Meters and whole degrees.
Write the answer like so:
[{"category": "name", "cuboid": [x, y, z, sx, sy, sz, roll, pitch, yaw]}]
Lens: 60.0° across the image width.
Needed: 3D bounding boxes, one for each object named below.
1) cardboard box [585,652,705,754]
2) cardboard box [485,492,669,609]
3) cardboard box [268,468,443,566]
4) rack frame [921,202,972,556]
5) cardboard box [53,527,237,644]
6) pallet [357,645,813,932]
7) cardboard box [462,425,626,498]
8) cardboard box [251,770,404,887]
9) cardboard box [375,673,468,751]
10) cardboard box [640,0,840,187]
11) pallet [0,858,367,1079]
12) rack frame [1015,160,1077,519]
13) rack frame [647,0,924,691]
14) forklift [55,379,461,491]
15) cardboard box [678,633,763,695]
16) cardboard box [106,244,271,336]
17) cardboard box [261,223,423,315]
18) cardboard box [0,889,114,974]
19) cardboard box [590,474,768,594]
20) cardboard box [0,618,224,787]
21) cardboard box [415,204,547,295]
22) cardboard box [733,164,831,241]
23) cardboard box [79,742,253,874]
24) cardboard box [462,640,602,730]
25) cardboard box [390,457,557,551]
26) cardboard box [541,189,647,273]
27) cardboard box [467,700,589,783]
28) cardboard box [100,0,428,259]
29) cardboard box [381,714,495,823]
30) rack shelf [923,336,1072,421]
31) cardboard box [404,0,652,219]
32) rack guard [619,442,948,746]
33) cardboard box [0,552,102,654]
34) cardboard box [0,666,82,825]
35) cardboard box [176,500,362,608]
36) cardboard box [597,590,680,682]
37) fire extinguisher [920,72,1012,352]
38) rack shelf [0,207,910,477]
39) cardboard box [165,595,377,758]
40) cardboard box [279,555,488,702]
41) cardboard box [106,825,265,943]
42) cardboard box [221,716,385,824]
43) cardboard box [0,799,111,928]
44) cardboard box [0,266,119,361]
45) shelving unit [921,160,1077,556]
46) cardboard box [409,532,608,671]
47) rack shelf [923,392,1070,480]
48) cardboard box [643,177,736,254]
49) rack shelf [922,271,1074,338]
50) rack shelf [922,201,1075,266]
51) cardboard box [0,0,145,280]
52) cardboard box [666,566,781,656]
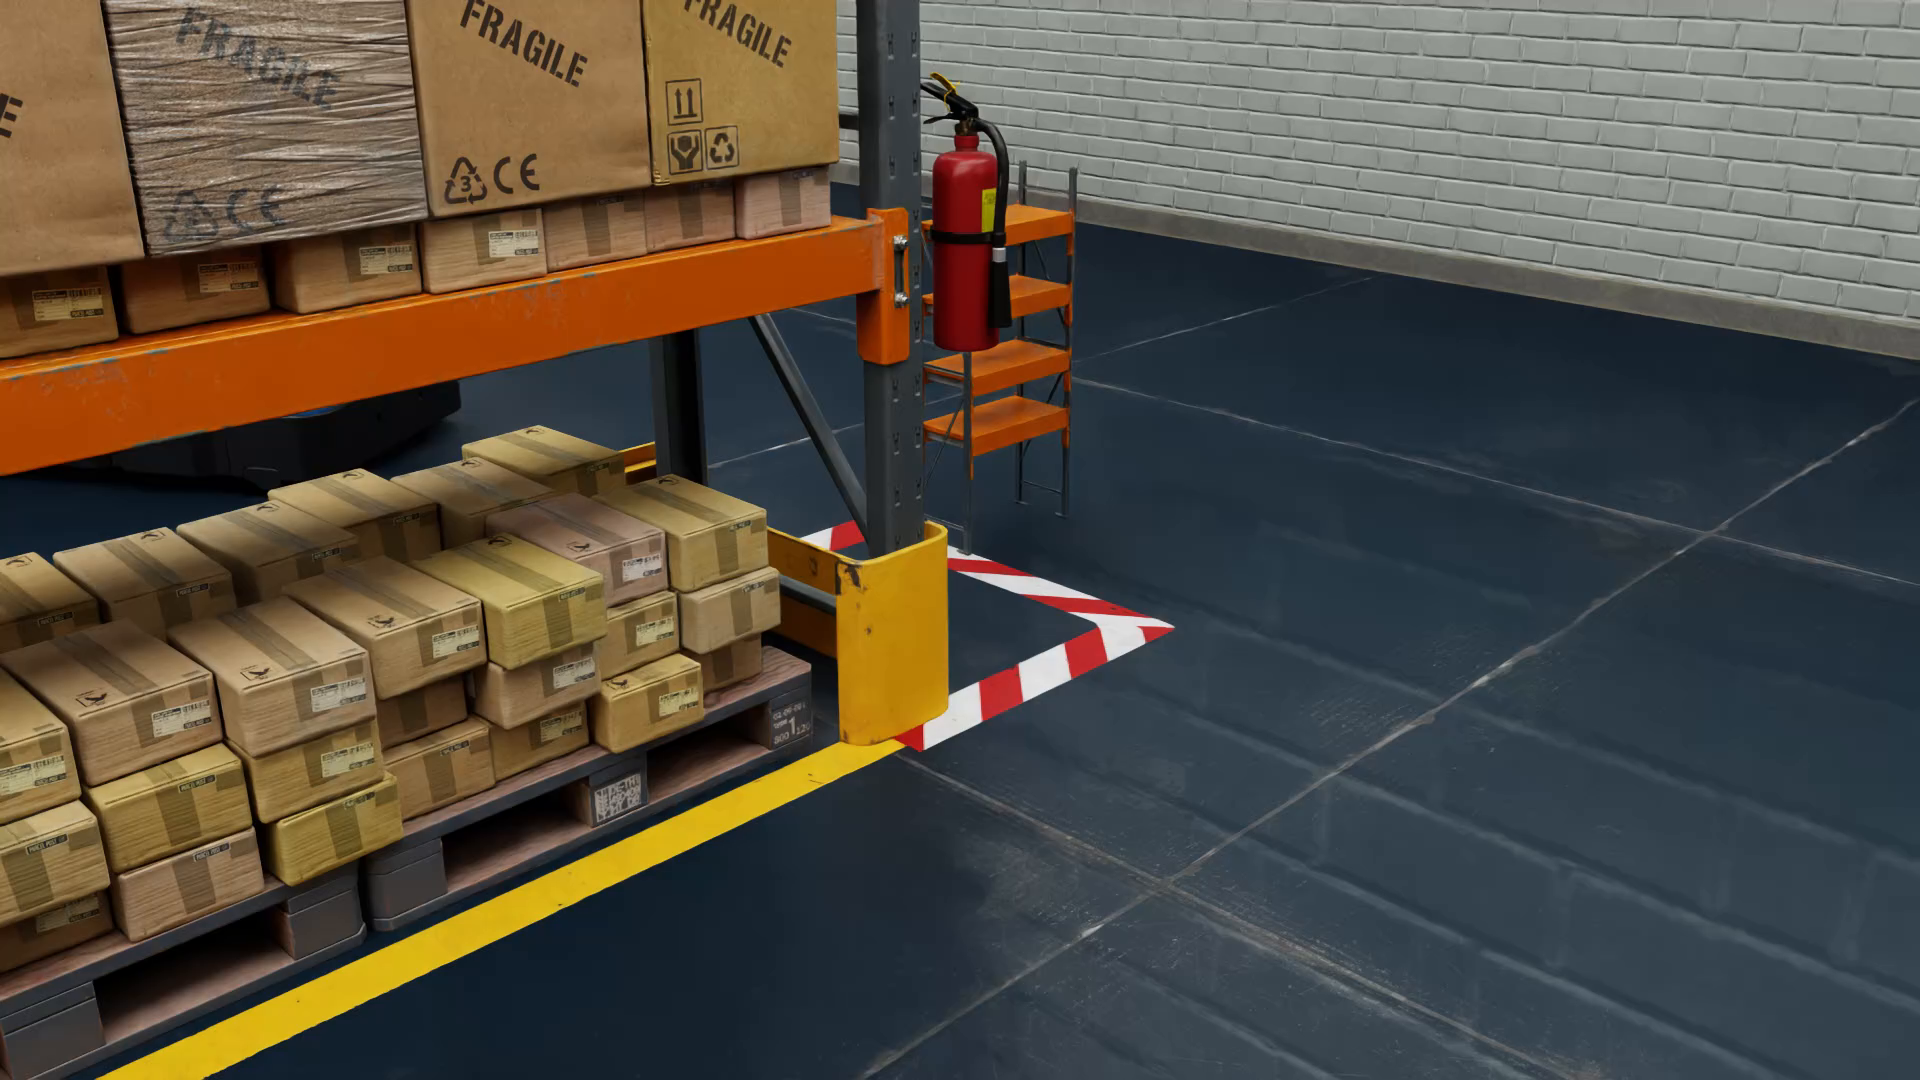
[{"category": "cardboard box", "cuboid": [-0.815, 0.336, 3.908, 0.250, 0.149, 0.380, -19, 28, -40]}, {"category": "cardboard box", "cuboid": [-0.894, 0.029, 3.877, 0.250, 0.149, 0.380, -20, 28, -41]}, {"category": "cardboard box", "cuboid": [-1.473, -0.037, 4.050, 0.380, 0.149, 0.250, 19, 28, 40]}, {"category": "rack frame", "cuboid": [-0.055, -0.540, 5.307, 0.240, 1.200, 0.015, 19, 28, 41]}, {"category": "cardboard box", "cuboid": [-1.787, 0.116, 3.651, 0.250, 0.149, 0.380, -19, 28, -40]}, {"category": "pallet", "cuboid": [-1.135, 0.443, 4.127, 1.003, 0.211, 1.213, 19, 28, 41]}, {"category": "cardboard box", "cuboid": [-1.099, -0.171, 4.398, 0.380, 0.149, 0.250, 18, 27, 38]}, {"category": "cardboard box", "cuboid": [-1.357, 0.530, 3.402, 0.380, 0.149, 0.250, 18, 27, 38]}, {"category": "cardboard box", "cuboid": [-1.276, 0.303, 3.580, 0.380, 0.149, 0.250, 19, 28, 40]}, {"category": "cardboard box", "cuboid": [-0.619, -1.083, 3.658, 0.500, 0.500, 0.500, -19, 28, -41]}, {"category": "pallet", "cuboid": [-1.986, 0.755, 3.315, 1.003, 0.211, 1.213, 19, 28, 41]}, {"category": "rack frame", "cuboid": [0.286, -0.665, 5.633, 0.240, 1.200, 0.015, 19, 28, 41]}, {"category": "rack frame", "cuboid": [-0.490, -1.078, 4.198, 1.000, 3.000, 0.127, 19, 28, 41]}, {"category": "forklift", "cuboid": [-3.605, -1.801, 6.174, 3.031, 2.935, 1.130, 5, 22, 12]}, {"category": "cardboard box", "cuboid": [-0.708, 0.244, 4.146, 0.250, 0.149, 0.380, -20, 28, -41]}, {"category": "cardboard box", "cuboid": [-1.477, -0.497, 3.037, 0.380, 0.149, 0.250, 18, 27, 38]}, {"category": "cardboard box", "cuboid": [-1.246, -0.551, 3.178, 0.380, 0.149, 0.250, 18, 27, 38]}, {"category": "cardboard box", "cuboid": [-1.792, 0.642, 3.113, 0.250, 0.149, 0.380, -19, 28, -41]}, {"category": "cardboard box", "cuboid": [-0.678, -0.021, 4.008, 0.380, 0.149, 0.250, 20, 28, 41]}, {"category": "cardboard box", "cuboid": [-1.621, 0.301, 3.170, 0.380, 0.149, 0.250, 18, 27, 39]}, {"category": "cardboard box", "cuboid": [-1.041, -0.612, 3.335, 0.250, 0.149, 0.380, -19, 28, -41]}, {"category": "cardboard box", "cuboid": [-0.515, -0.806, 3.841, 0.380, 0.149, 0.250, 19, 28, 41]}, {"category": "cardboard box", "cuboid": [-1.559, 0.457, 3.179, 0.250, 0.149, 0.380, -18, 28, -39]}, {"category": "cardboard box", "cuboid": [-1.015, 0.259, 3.693, 0.380, 0.149, 0.250, 18, 27, 39]}, {"category": "cardboard box", "cuboid": [-1.205, -0.070, 4.135, 0.250, 0.149, 0.380, -20, 28, -41]}, {"category": "cardboard box", "cuboid": [-0.880, -0.683, 3.521, 0.380, 0.149, 0.250, 19, 28, 40]}, {"category": "cardboard box", "cuboid": [-1.061, 0.382, 3.787, 0.380, 0.149, 0.250, 19, 28, 40]}, {"category": "cardboard box", "cuboid": [-1.329, -0.820, 2.972, 0.500, 0.500, 0.500, 19, 28, 41]}, {"category": "cardboard box", "cuboid": [-1.224, 0.449, 3.614, 0.380, 0.149, 0.250, 20, 28, 41]}, {"category": "rack shelf", "cuboid": [0.116, -0.540, 5.494, 0.258, 0.148, 0.480, 19, 28, 41]}, {"category": "cardboard box", "cuboid": [-0.982, -0.952, 3.317, 0.500, 0.500, 0.500, 19, 28, 40]}, {"category": "rack guard", "cuboid": [-0.543, 0.109, 4.595, 1.175, 0.500, 0.348, 19, 28, 41]}, {"category": "cardboard box", "cuboid": [-2.003, 0.172, 3.505, 0.250, 0.149, 0.380, -20, 28, -41]}, {"category": "cardboard box", "cuboid": [-1.783, 0.375, 2.976, 0.380, 0.149, 0.250, 19, 28, 41]}, {"category": "cardboard box", "cuboid": [-1.586, 0.047, 3.830, 0.380, 0.149, 0.250, 18, 27, 38]}, {"category": "cardboard box", "cuboid": [-0.875, 0.179, 3.902, 0.380, 0.149, 0.250, 18, 28, 39]}, {"category": "fire extinguisher", "cuboid": [0.016, -0.817, 4.146, 0.296, 0.674, 0.183, 19, 28, 41]}, {"category": "rack shelf", "cuboid": [-1.885, -0.228, 2.989, 1.077, 0.370, 4.000, 19, 28, 41]}, {"category": "cardboard box", "cuboid": [-1.357, 0.261, 3.274, 0.250, 0.149, 0.380, -19, 28, -40]}, {"category": "cardboard box", "cuboid": [-1.210, 0.178, 3.490, 0.380, 0.149, 0.250, 18, 27, 39]}, {"category": "cardboard box", "cuboid": [-1.562, 0.595, 3.233, 0.250, 0.149, 0.380, -20, 28, -41]}, {"category": "cardboard box", "cuboid": [-1.367, 0.396, 3.338, 0.250, 0.149, 0.380, -20, 28, -41]}, {"category": "cardboard box", "cuboid": [-1.731, 0.535, 2.977, 0.380, 0.149, 0.250, 20, 28, 41]}, {"category": "cardboard box", "cuboid": [-1.650, -0.425, 2.848, 0.250, 0.149, 0.380, -20, 28, -41]}, {"category": "shelving unit", "cuboid": [0.116, -0.603, 5.470, 0.258, 1.200, 0.503, 19, 28, 41]}, {"category": "cardboard box", "cuboid": [-0.984, 0.127, 3.621, 0.380, 0.149, 0.250, 18, 28, 39]}, {"category": "rack shelf", "cuboid": [0.116, -0.355, 5.565, 0.258, 0.148, 0.480, 19, 28, 41]}, {"category": "cardboard box", "cuboid": [-0.715, -0.751, 3.699, 0.380, 0.149, 0.250, 19, 28, 41]}, {"category": "rack shelf", "cuboid": [0.116, -0.749, 5.414, 0.258, 0.148, 0.480, 19, 28, 41]}, {"category": "rack shelf", "cuboid": [0.116, -0.969, 5.329, 0.258, 0.148, 0.480, 19, 28, 41]}, {"category": "cardboard box", "cuboid": [-1.684, -0.694, 2.645, 0.500, 0.500, 0.500, -18, 28, -39]}, {"category": "cardboard box", "cuboid": [-0.654, 0.125, 4.042, 0.380, 0.149, 0.250, 18, 28, 39]}]
